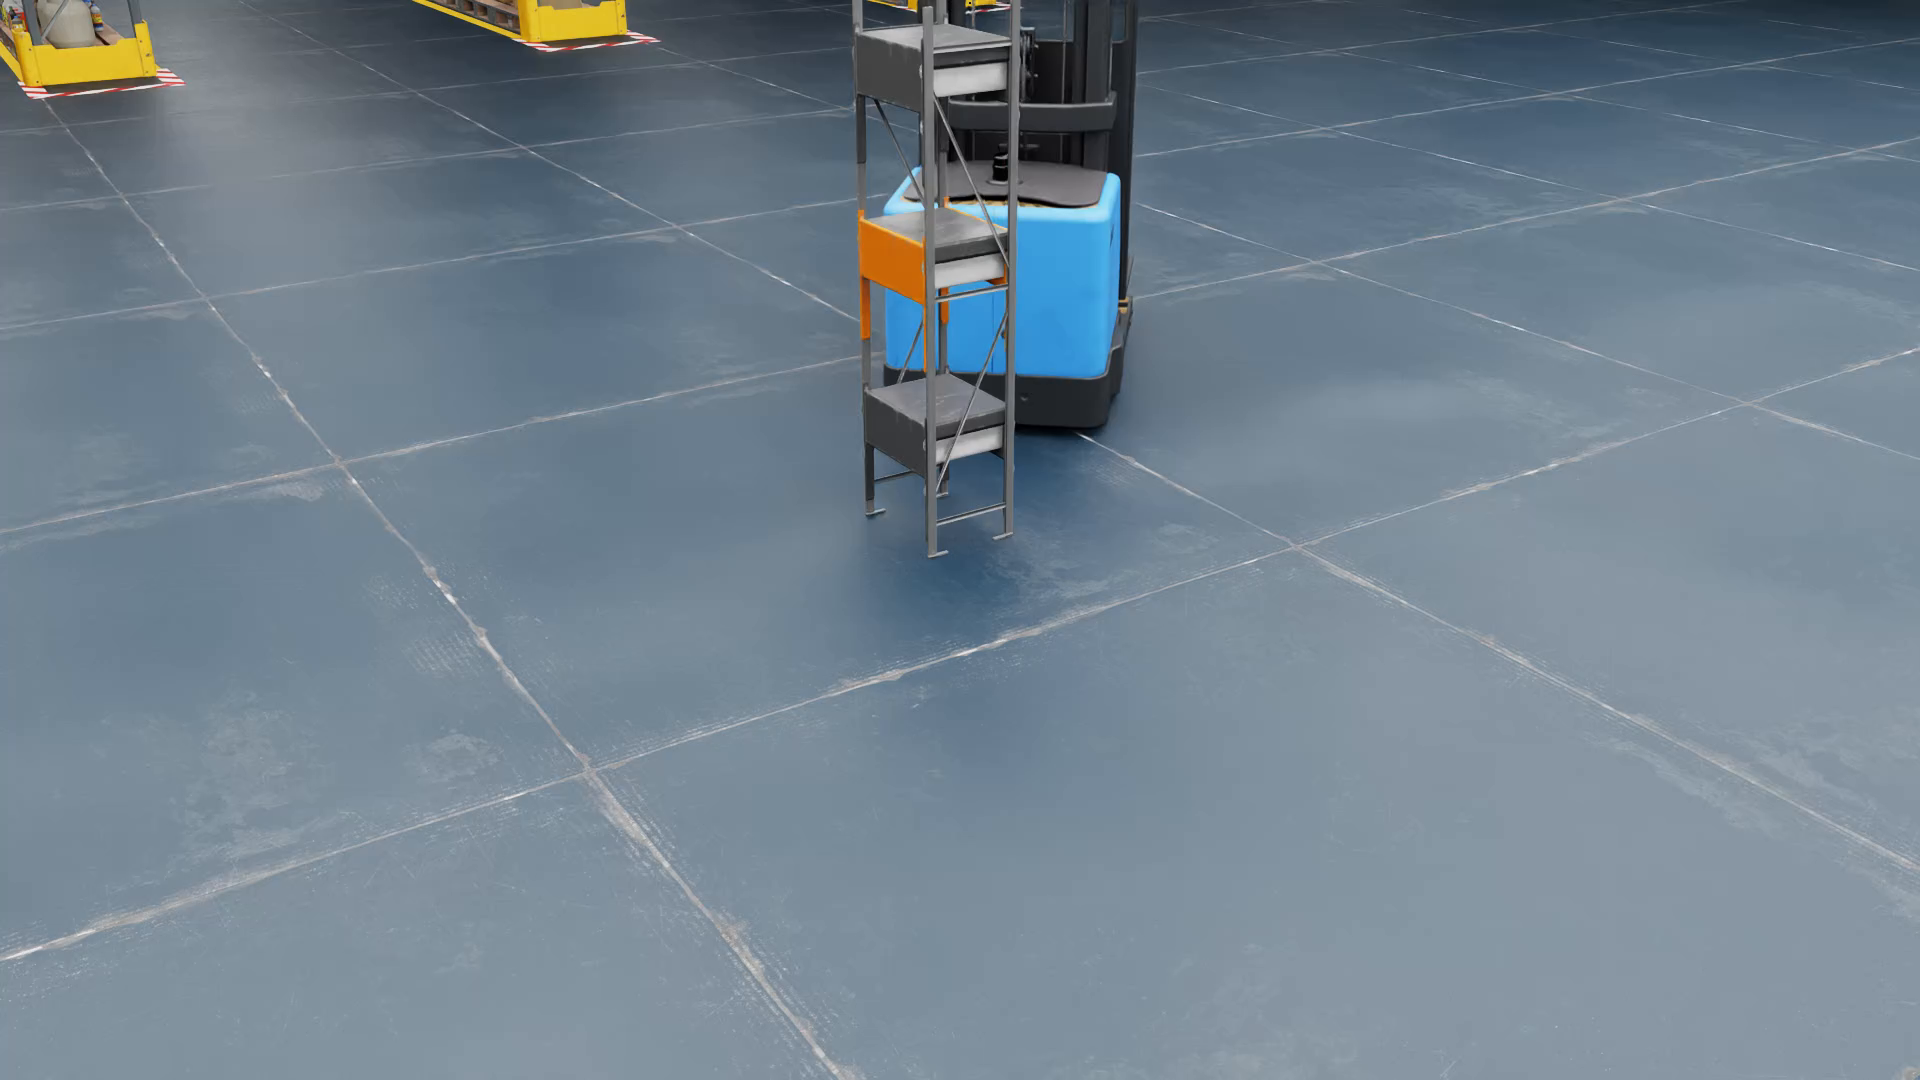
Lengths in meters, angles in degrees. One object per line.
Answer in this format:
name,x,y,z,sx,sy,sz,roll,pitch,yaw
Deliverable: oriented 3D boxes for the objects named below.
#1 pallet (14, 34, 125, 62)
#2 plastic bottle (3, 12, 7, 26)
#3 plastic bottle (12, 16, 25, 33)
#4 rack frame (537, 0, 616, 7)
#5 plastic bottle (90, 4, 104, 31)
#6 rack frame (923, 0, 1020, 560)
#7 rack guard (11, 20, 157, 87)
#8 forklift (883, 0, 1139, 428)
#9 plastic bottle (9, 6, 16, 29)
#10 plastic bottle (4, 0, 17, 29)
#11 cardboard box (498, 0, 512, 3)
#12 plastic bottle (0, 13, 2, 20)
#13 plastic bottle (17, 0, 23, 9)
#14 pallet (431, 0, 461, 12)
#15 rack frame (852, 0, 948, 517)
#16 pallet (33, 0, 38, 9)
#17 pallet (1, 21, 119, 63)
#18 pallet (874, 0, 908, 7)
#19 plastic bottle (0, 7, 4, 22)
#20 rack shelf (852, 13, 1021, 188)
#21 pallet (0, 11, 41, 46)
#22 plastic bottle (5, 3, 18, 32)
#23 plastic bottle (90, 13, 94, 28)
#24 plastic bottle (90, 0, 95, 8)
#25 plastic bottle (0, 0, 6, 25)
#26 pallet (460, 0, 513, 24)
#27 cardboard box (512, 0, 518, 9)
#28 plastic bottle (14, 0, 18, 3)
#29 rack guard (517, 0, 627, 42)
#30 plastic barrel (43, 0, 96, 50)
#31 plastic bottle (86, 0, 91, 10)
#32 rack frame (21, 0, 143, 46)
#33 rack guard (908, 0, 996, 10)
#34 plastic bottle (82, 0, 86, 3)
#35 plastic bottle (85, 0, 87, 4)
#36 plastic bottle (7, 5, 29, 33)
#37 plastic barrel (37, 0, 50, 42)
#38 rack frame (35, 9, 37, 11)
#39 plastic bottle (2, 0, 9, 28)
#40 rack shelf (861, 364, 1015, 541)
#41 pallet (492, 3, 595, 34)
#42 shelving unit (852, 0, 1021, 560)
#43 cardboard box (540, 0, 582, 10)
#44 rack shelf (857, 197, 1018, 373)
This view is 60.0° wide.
pallet,-8.992,-4.930,16.945,1.003,0.211,1.213,-16,29,-30
plastic bottle,-10.325,-5.687,18.046,0.097,0.201,0.097,0,25,0
plastic bottle,-9.842,-5.371,17.376,0.097,0.201,0.097,0,25,0
rack frame,-4.322,-7.037,18.142,1.000,3.000,0.127,-16,29,-30
plastic bottle,-9.201,-5.569,17.713,0.097,0.271,0.097,0,25,0
rack frame,0.043,-0.921,6.242,0.400,2.100,0.015,-16,29,-30
rack guard,-8.553,-4.768,16.265,1.175,0.500,0.348,-16,29,-30
forklift,0.368,-2.445,8.495,1.130,2.935,3.031,4,26,8
plastic bottle,-9.921,-5.445,17.438,0.061,0.283,0.133,-15,29,-28
plastic bottle,-10.126,-5.643,17.777,0.144,0.351,0.185,-14,29,-27
cardboard box,-5.330,-6.758,19.988,0.500,0.500,0.500,-13,28,-25
plastic bottle,-10.563,-5.929,18.383,0.144,0.351,0.185,-15,29,-28
plastic bottle,-10.117,-5.719,18.026,0.152,0.276,0.135,-16,29,-30
pallet,-6.110,-6.975,21.277,1.003,0.211,1.213,-16,29,-30
rack frame,-0.224,-1.096,6.612,0.400,2.100,0.015,-16,29,-30
pallet,-11.117,-6.324,19.899,1.003,0.211,1.213,-16,29,-30
pallet,-9.654,-5.366,17.869,1.003,0.211,1.213,-16,29,-30
pallet,-0.613,-7.163,21.677,1.003,0.211,1.213,-16,29,-30
plastic bottle,-10.460,-5.861,18.240,0.144,0.351,0.185,-17,30,-32
rack shelf,-0.090,-1.629,6.134,0.431,0.518,0.480,-16,29,-30
pallet,-10.324,-5.802,18.794,1.003,0.211,1.213,-16,29,-30
plastic bottle,-10.032,-5.551,17.670,0.152,0.276,0.135,-16,30,-31
plastic bottle,-9.257,-5.574,17.807,0.097,0.201,0.097,0,25,0
plastic bottle,-9.309,-5.660,17.891,0.061,0.283,0.133,-15,29,-29
plastic bottle,-10.404,-5.762,18.109,0.061,0.283,0.133,-14,29,-27
pallet,-5.439,-6.538,20.352,1.003,0.211,1.213,-16,29,-30
cardboard box,-5.004,-6.529,19.504,0.500,0.500,0.500,-8,26,-16
plastic bottle,-10.382,-5.869,18.350,0.097,0.271,0.097,0,25,0
rack guard,-4.364,-5.934,18.734,1.175,0.500,0.348,-16,29,-30
plastic barrel,-8.895,-5.165,16.600,0.421,0.512,0.421,0,25,0
plastic bottle,-9.388,-5.691,17.973,0.097,0.271,0.097,0,25,0
rack frame,-8.472,-5.883,15.697,1.000,3.000,0.127,-16,29,-30
rack guard,-0.098,-7.018,21.030,1.175,0.500,0.348,-16,29,-30
plastic bottle,-9.553,-5.800,18.202,0.097,0.271,0.097,0,25,0
plastic bottle,-9.442,-5.727,18.049,0.097,0.271,0.097,0,25,0
plastic bottle,-9.957,-5.501,17.564,0.152,0.276,0.135,-15,29,-29
plastic barrel,-9.169,-5.344,16.980,0.421,0.512,0.421,0,25,0
rack frame,-10.656,-7.313,18.728,1.000,3.000,0.127,-16,29,-30
plastic bottle,-10.228,-5.709,17.918,0.144,0.351,0.185,-16,30,-30
rack shelf,-0.090,-0.363,6.732,0.431,0.518,0.480,-16,29,-30
pallet,-4.778,-6.102,19.428,1.003,0.211,1.213,-16,29,-30
shelving unit,-0.090,-1.009,6.427,0.431,2.100,0.503,-16,29,-30
cardboard box,-4.649,-6.324,19.068,0.500,0.500,0.500,-10,27,-20
rack shelf,-0.090,-0.996,6.433,0.431,0.518,0.480,-16,29,-30
